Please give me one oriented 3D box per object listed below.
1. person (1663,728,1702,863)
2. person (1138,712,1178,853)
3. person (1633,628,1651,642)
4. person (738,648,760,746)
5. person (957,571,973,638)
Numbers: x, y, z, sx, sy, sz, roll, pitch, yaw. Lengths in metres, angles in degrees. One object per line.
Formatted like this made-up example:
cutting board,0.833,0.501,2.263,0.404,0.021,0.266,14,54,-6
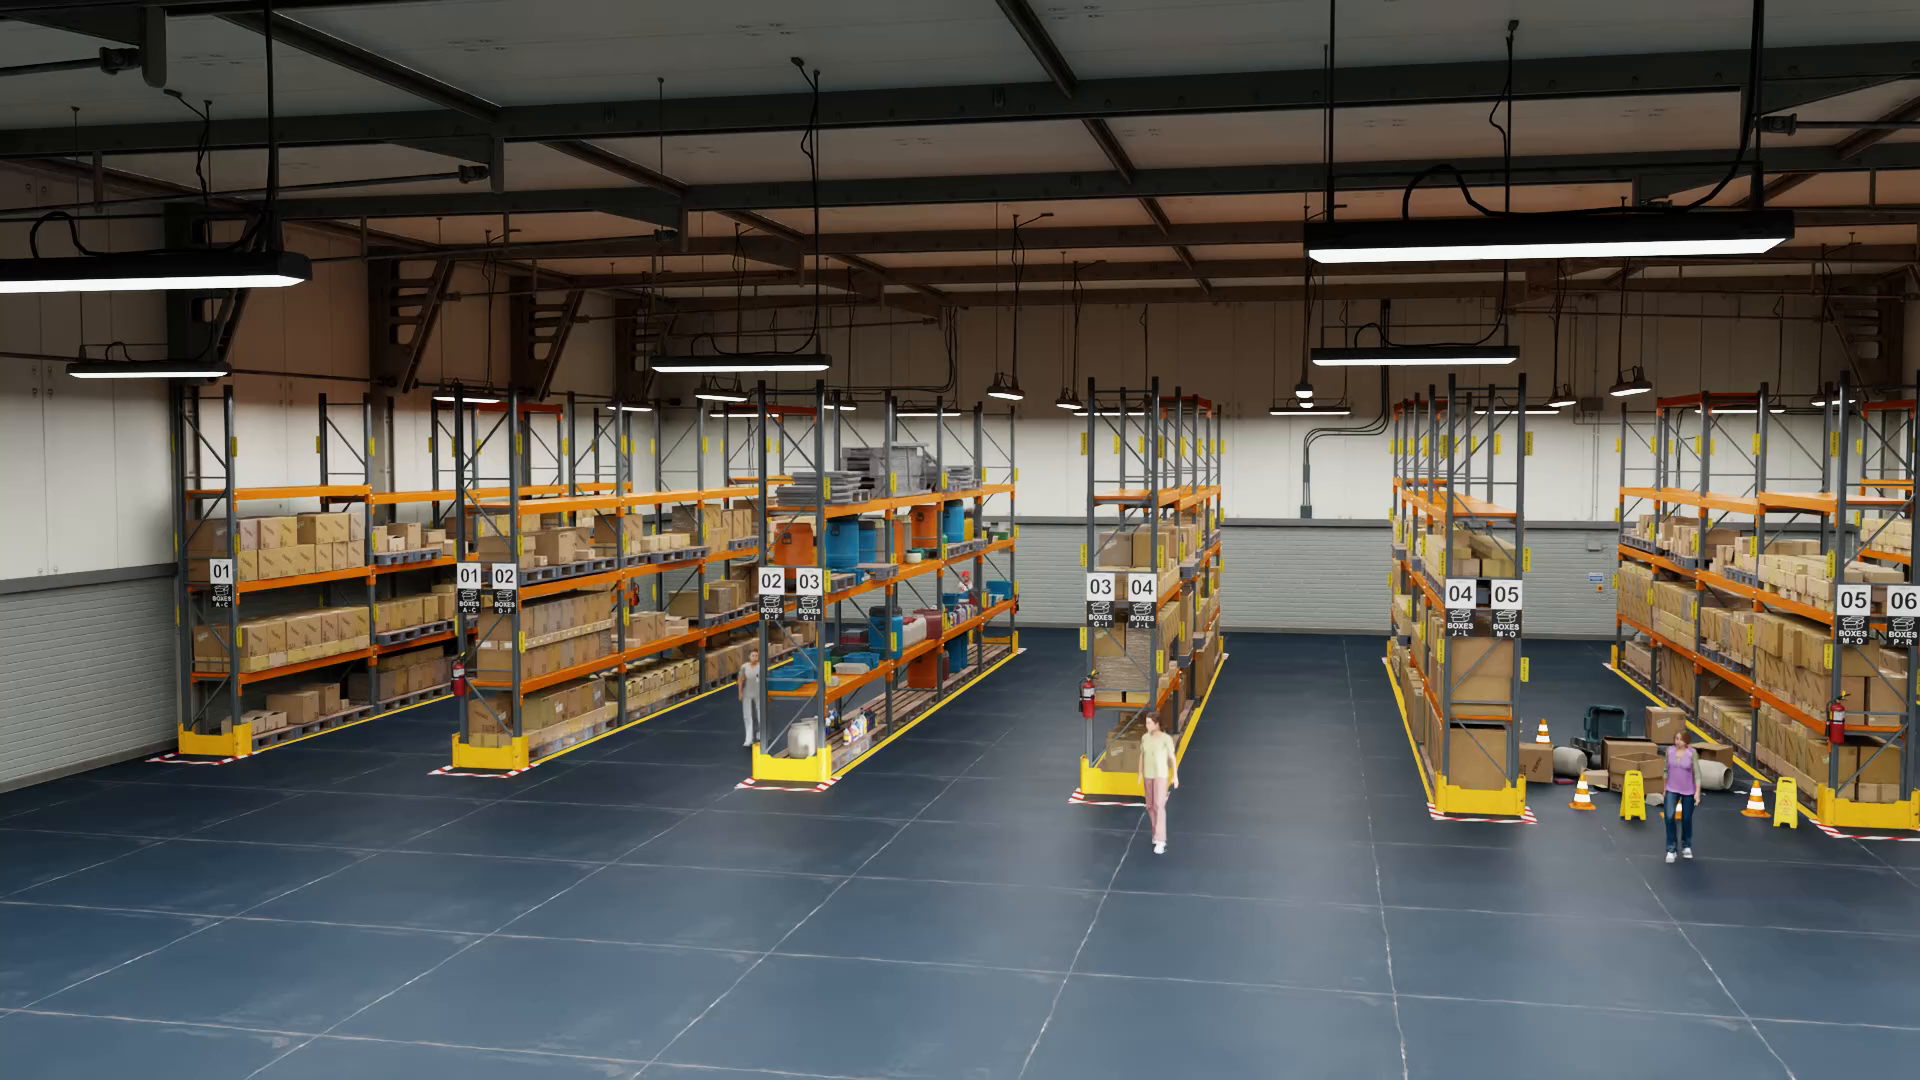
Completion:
person,8.748,3.090,20.155,0.464,1.637,0.522,2,4,35
person,2.422,3.002,20.805,0.559,1.673,0.647,3,4,39
person,17.012,1.807,41.408,1.006,1.750,0.546,-1,3,-15
person,-3.486,2.618,28.034,0.495,1.653,0.593,0,3,-6
person,0.156,1.677,43.513,0.539,1.766,0.882,-3,4,-39
